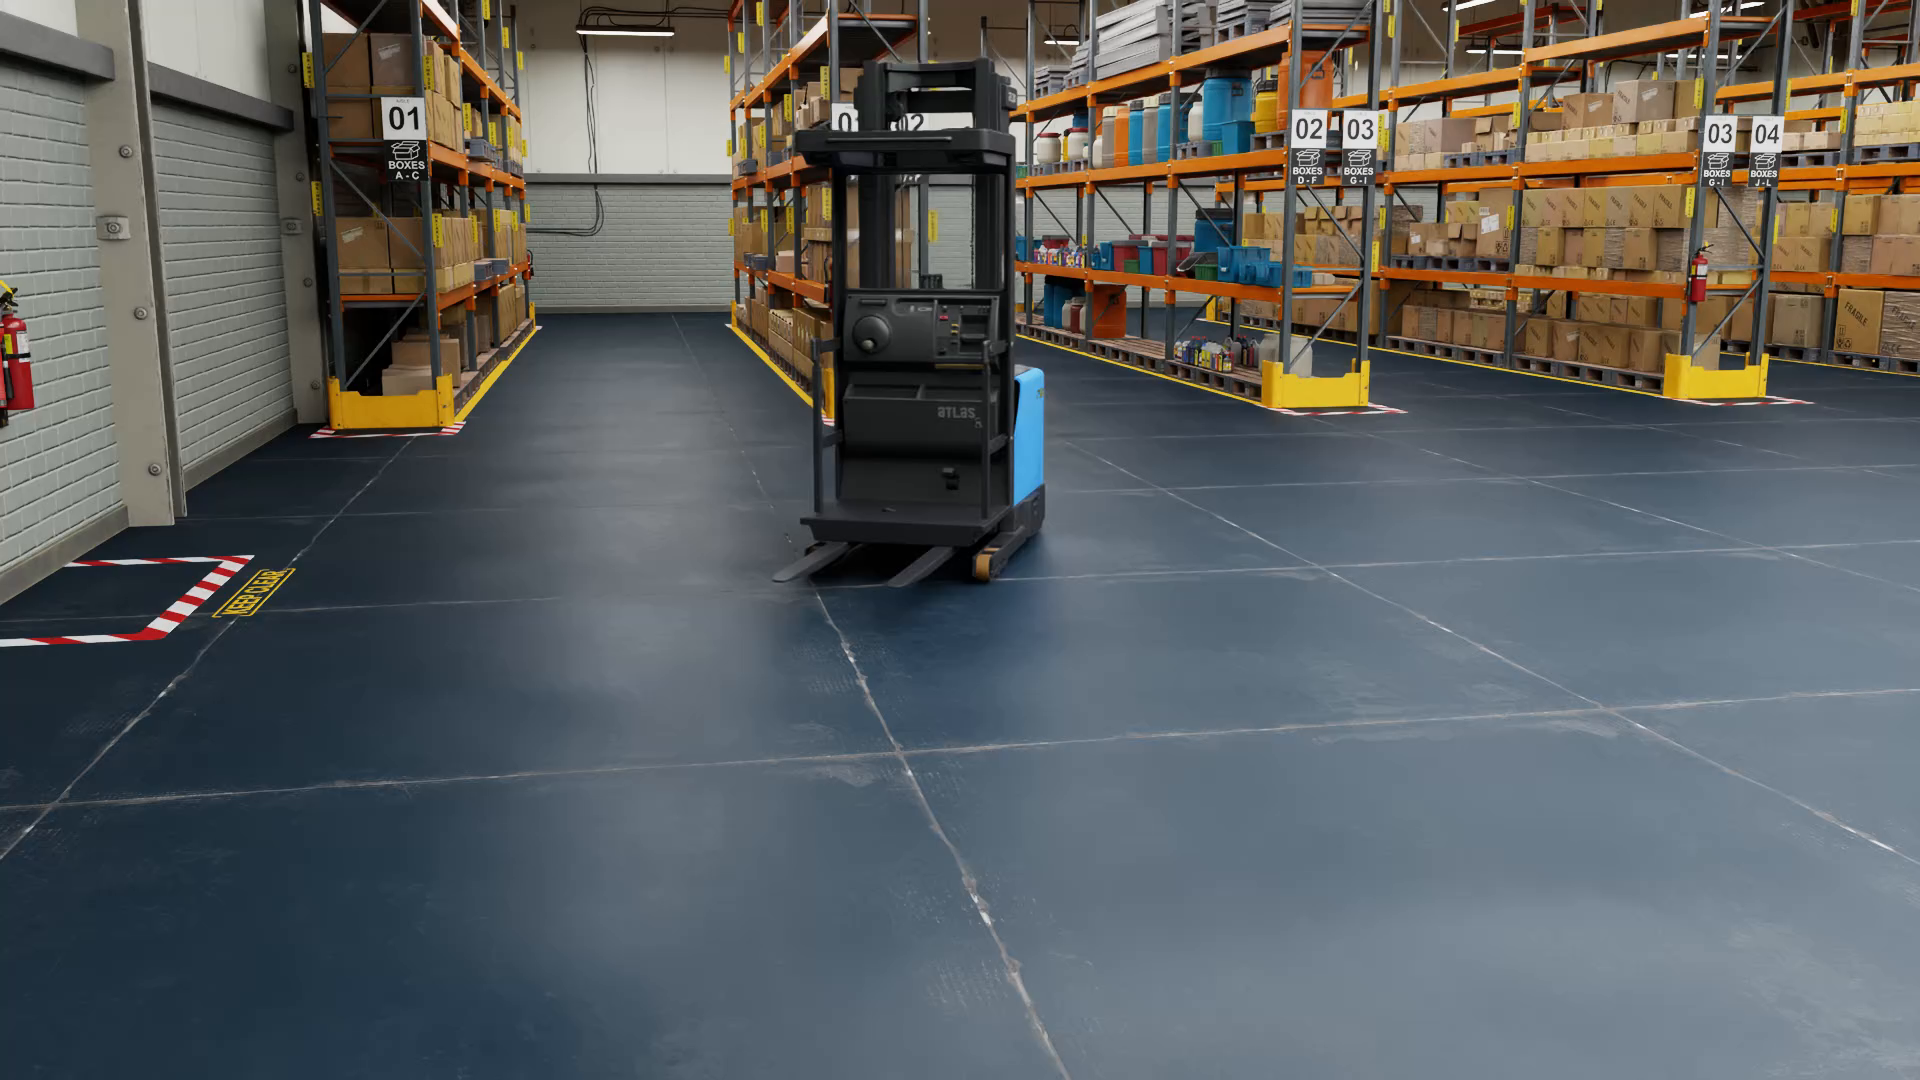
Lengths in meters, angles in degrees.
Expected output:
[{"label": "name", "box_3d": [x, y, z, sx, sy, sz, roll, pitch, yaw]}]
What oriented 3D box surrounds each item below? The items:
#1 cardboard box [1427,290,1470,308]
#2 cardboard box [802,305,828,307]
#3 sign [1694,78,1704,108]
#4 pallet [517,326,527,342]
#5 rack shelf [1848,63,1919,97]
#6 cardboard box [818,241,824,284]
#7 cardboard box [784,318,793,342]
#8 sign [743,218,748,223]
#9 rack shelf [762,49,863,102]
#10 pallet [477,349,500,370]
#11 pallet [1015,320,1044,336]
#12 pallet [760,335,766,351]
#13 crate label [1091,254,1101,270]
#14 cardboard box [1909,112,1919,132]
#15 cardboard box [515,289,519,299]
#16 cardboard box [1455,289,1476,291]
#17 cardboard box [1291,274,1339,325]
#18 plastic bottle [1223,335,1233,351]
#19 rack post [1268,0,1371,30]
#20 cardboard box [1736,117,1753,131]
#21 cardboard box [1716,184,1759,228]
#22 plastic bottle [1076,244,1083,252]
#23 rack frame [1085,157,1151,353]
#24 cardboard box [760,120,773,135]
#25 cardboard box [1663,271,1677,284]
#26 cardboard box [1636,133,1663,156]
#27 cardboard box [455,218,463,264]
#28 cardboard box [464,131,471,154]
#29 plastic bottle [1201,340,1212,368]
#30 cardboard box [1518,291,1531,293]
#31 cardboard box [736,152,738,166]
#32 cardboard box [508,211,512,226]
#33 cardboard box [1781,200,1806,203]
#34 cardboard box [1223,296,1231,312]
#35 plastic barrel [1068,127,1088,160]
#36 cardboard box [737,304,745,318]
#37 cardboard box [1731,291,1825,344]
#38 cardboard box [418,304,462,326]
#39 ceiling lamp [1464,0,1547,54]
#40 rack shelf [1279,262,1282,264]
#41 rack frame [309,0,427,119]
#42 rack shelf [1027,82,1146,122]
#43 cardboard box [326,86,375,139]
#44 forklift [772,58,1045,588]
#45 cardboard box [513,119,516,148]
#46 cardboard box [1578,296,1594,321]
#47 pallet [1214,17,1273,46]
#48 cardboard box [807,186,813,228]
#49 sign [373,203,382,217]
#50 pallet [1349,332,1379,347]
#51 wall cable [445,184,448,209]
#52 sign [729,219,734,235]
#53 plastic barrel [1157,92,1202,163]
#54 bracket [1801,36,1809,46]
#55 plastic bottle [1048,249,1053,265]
[{"label": "cardboard box", "box_3d": [7.605, -3.754, 25.900, 0.500, 0.250, 0.500, -1, 11, -5]}, {"label": "cardboard box", "box_3d": [-2.302, -3.434, 26.227, 0.500, 0.500, 0.500, -3, 11, -13]}, {"label": "sign", "box_3d": [8.339, -5.041, 18.768, 0.100, 0.325, 0.005, -2, 11, -11]}, {"label": "pallet", "box_3d": [-8.094, -3.582, 28.950, 1.003, 0.211, 1.213, -2, 11, -11]}, {"label": "rack shelf", "box_3d": [13.384, -6.075, 21.539, 1.077, 0.370, 4.000, -2, 11, -11]}, {"label": "cardboard box", "box_3d": [-1.313, -3.302, 19.756, 0.700, 0.500, 0.500, -2, 11, -10]}, {"label": "cardboard box", "box_3d": [-2.076, -2.813, 22.184, 0.500, 0.311, 0.500, -2, 11, -9]}, {"label": "sign", "box_3d": [-3.695, -5.394, 28.700, 0.100, 0.325, 0.005, -2, 11, -11]}, {"label": "rack shelf", "box_3d": [-1.997, -6.287, 22.654, 1.077, 0.370, 4.000, -2, 11, -11]}, {"label": "pallet", "box_3d": [-7.094, -2.562, 23.595, 1.003, 0.211, 1.213, -2, 11, -11]}, {"label": "pallet", "box_3d": [1.514, -3.933, 30.796, 1.003, 0.211, 1.213, -2, 11, -11]}, {"label": "pallet", "box_3d": [-2.728, -3.248, 27.198, 1.003, 0.211, 1.213, -2, 11, -11]}, {"label": "crate label", "box_3d": [2.188, -4.263, 25.518, 0.303, 0.233, 0.416, -2, 11, -11]}, {"label": "cardboard box", "box_3d": [13.013, -5.561, 22.083, 0.500, 0.250, 0.500, -2, 11, -12]}, {"label": "cardboard box", "box_3d": [-7.955, -4.317, 29.181, 0.380, 0.149, 0.250, -2, 11, -9]}, {"label": "cardboard box", "box_3d": [10.524, -5.138, 34.578, 0.380, 0.149, 0.250, -2, 11, -11]}, {"label": "cardboard box", "box_3d": [6.698, -4.396, 30.327, 1.225, 0.875, 0.875, -2, 11, -11]}, {"label": "plastic bottle", "box_3d": [3.518, -2.504, 21.739, 0.144, 0.351, 0.185, -2, 11, -11]}, {"label": "rack post", "box_3d": [4.007, -5.813, 18.510, 0.937, 0.300, 0.954, -1, 11, -5]}, {"label": "cardboard box", "box_3d": [9.061, -4.803, 19.223, 0.380, 0.149, 0.250, -2, 11, -11]}, {"label": "cardboard box", "box_3d": [9.048, -3.946, 19.669, 0.500, 0.500, 0.500, -2, 11, -11]}, {"label": "plastic bottle", "box_3d": [2.090, -4.950, 28.810, 0.144, 0.351, 0.185, -2, 11, -11]}, {"label": "rack frame", "box_3d": [2.473, -4.436, 25.980, 1.000, 3.000, 0.127, -2, 11, -11]}, {"label": "cardboard box", "box_3d": [-2.876, -6.429, 26.769, 0.600, 0.600, 0.600, -3, 11, -13]}, {"label": "cardboard box", "box_3d": [8.582, -3.116, 19.717, 0.380, 0.149, 0.250, -2, 11, -11]}, {"label": "cardboard box", "box_3d": [8.445, -4.719, 19.848, 0.500, 0.250, 0.500, -2, 11, -11]}, {"label": "cardboard box", "box_3d": [-5.779, -3.292, 18.310, 0.500, 0.500, 0.500, -2, 11, -9]}, {"label": "cardboard box", "box_3d": [-7.083, -5.369, 22.528, 0.797, 0.503, 0.637, -1, 11, -3]}, {"label": "plastic bottle", "box_3d": [3.121, -2.341, 20.884, 0.144, 0.351, 0.185, -2, 11, -11]}, {"label": "cardboard box", "box_3d": [11.305, -4.921, 33.440, 0.380, 0.149, 0.250, -3, 11, -13]}, {"label": "cardboard box", "box_3d": [-3.904, -7.082, 30.925, 0.500, 0.250, 0.500, -2, 11, -11]}, {"label": "cardboard box", "box_3d": [-7.681, -5.306, 27.431, 0.500, 0.250, 0.500, -2, 11, -10]}, {"label": "cardboard box", "box_3d": [16.468, -6.636, 32.865, 0.380, 0.149, 0.250, -2, 11, -12]}, {"label": "cardboard box", "box_3d": [5.979, -5.131, 34.193, 0.875, 0.875, 0.875, -2, 11, -11]}, {"label": "plastic barrel", "box_3d": [1.981, -6.502, 27.327, 0.433, 0.535, 0.433, 0, 11, 0]}, {"label": "cardboard box", "box_3d": [-4.017, -4.387, 31.902, 0.500, 0.250, 0.500, -2, 11, -11]}, {"label": "cardboard box", "box_3d": [12.602, -3.433, 25.605, 1.050, 0.750, 0.750, -2, 11, -11]}, {"label": "cardboard box", "box_3d": [-6.715, -2.914, 21.485, 0.500, 0.250, 0.500, -2, 11, -12]}, {"label": "ceiling lamp", "box_3d": [12.596, -12.662, 37.545, 2.000, 3.185, 0.800, -2, 11, -11]}, {"label": "rack shelf", "box_3d": [6.165, -5.363, 32.775, 1.077, 0.370, 4.000, -2, 11, -11]}, {"label": "rack frame", "box_3d": [-5.689, -5.555, 15.818, 1.000, 3.000, 0.127, -2, 11, -11]}, {"label": "rack shelf", "box_3d": [2.084, -7.200, 27.451, 1.077, 0.370, 4.000, -2, 11, -11]}, {"label": "cardboard box", "box_3d": [-6.018, -4.208, 16.441, 0.500, 0.500, 0.500, -1, 11, -7]}, {"label": "forklift", "box_3d": [-0.275, -1.277, 9.565, 1.130, 2.935, 3.031, 3, 11, 13]}, {"label": "cardboard box", "box_3d": [-8.094, -7.158, 29.266, 0.500, 0.500, 0.500, -2, 11, -11]}, {"label": "cardboard box", "box_3d": [11.542, -4.152, 30.051, 0.500, 0.500, 0.500, -2, 11, -10]}, {"label": "pallet", "box_3d": [3.680, -5.986, 19.653, 1.003, 0.211, 1.213, -2, 11, -11]}, {"label": "cardboard box", "box_3d": [-1.516, -4.128, 20.626, 0.700, 0.500, 0.500, -2, 11, -11]}, {"label": "sign", "box_3d": [-7.010, -3.890, 20.015, 0.100, 0.325, 0.005, -2, 11, -11]}, {"label": "pallet", "box_3d": [7.252, -3.394, 27.961, 1.003, 0.211, 1.213, -2, 11, -11]}, {"label": "wall cable", "box_3d": [-9.977, -6.242, 32.754, 0.084, 1.984, 1.851, -2, 11, -11]}, {"label": "sign", "box_3d": [-4.474, -6.129, 32.561, 0.100, 0.325, 0.005, -2, 11, -11]}, {"label": "plastic barrel", "box_3d": [2.939, -5.507, 22.247, 0.600, 0.901, 0.708, -2, 11, -11]}, {"label": "bracket", "box_3d": [20.295, -11.931, 39.686, 0.235, 0.232, 0.430, -2, 11, -11]}, {"label": "plastic bottle", "box_3d": [1.592, -4.840, 28.435, 0.152, 0.276, 0.135, -2, 11, -11]}]
